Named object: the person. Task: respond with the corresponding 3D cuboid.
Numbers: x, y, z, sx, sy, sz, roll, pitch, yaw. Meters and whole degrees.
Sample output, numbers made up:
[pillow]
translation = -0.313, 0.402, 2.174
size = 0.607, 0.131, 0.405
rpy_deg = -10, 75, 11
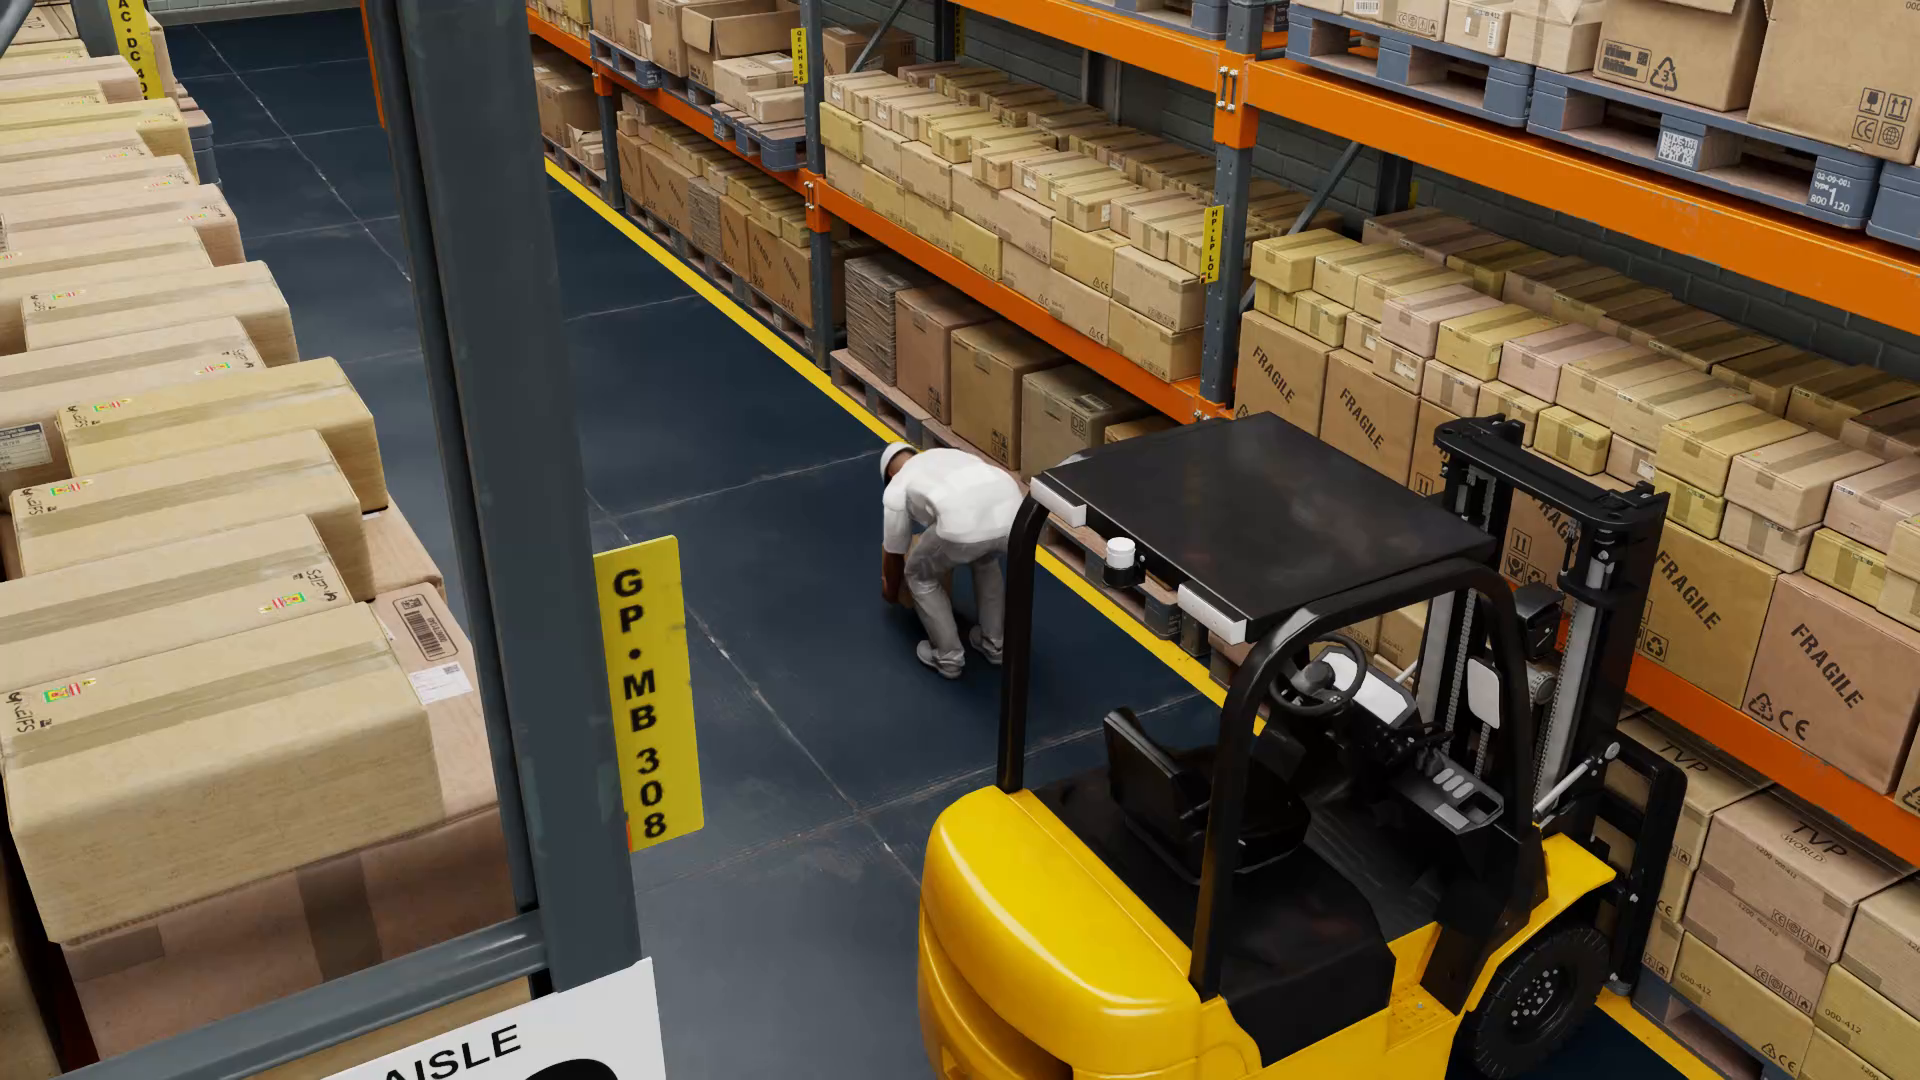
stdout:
[person]
translation = -0.020, -0.227, 7.520
size = 0.503, 1.760, 0.587
rpy_deg = -14, 32, -24
